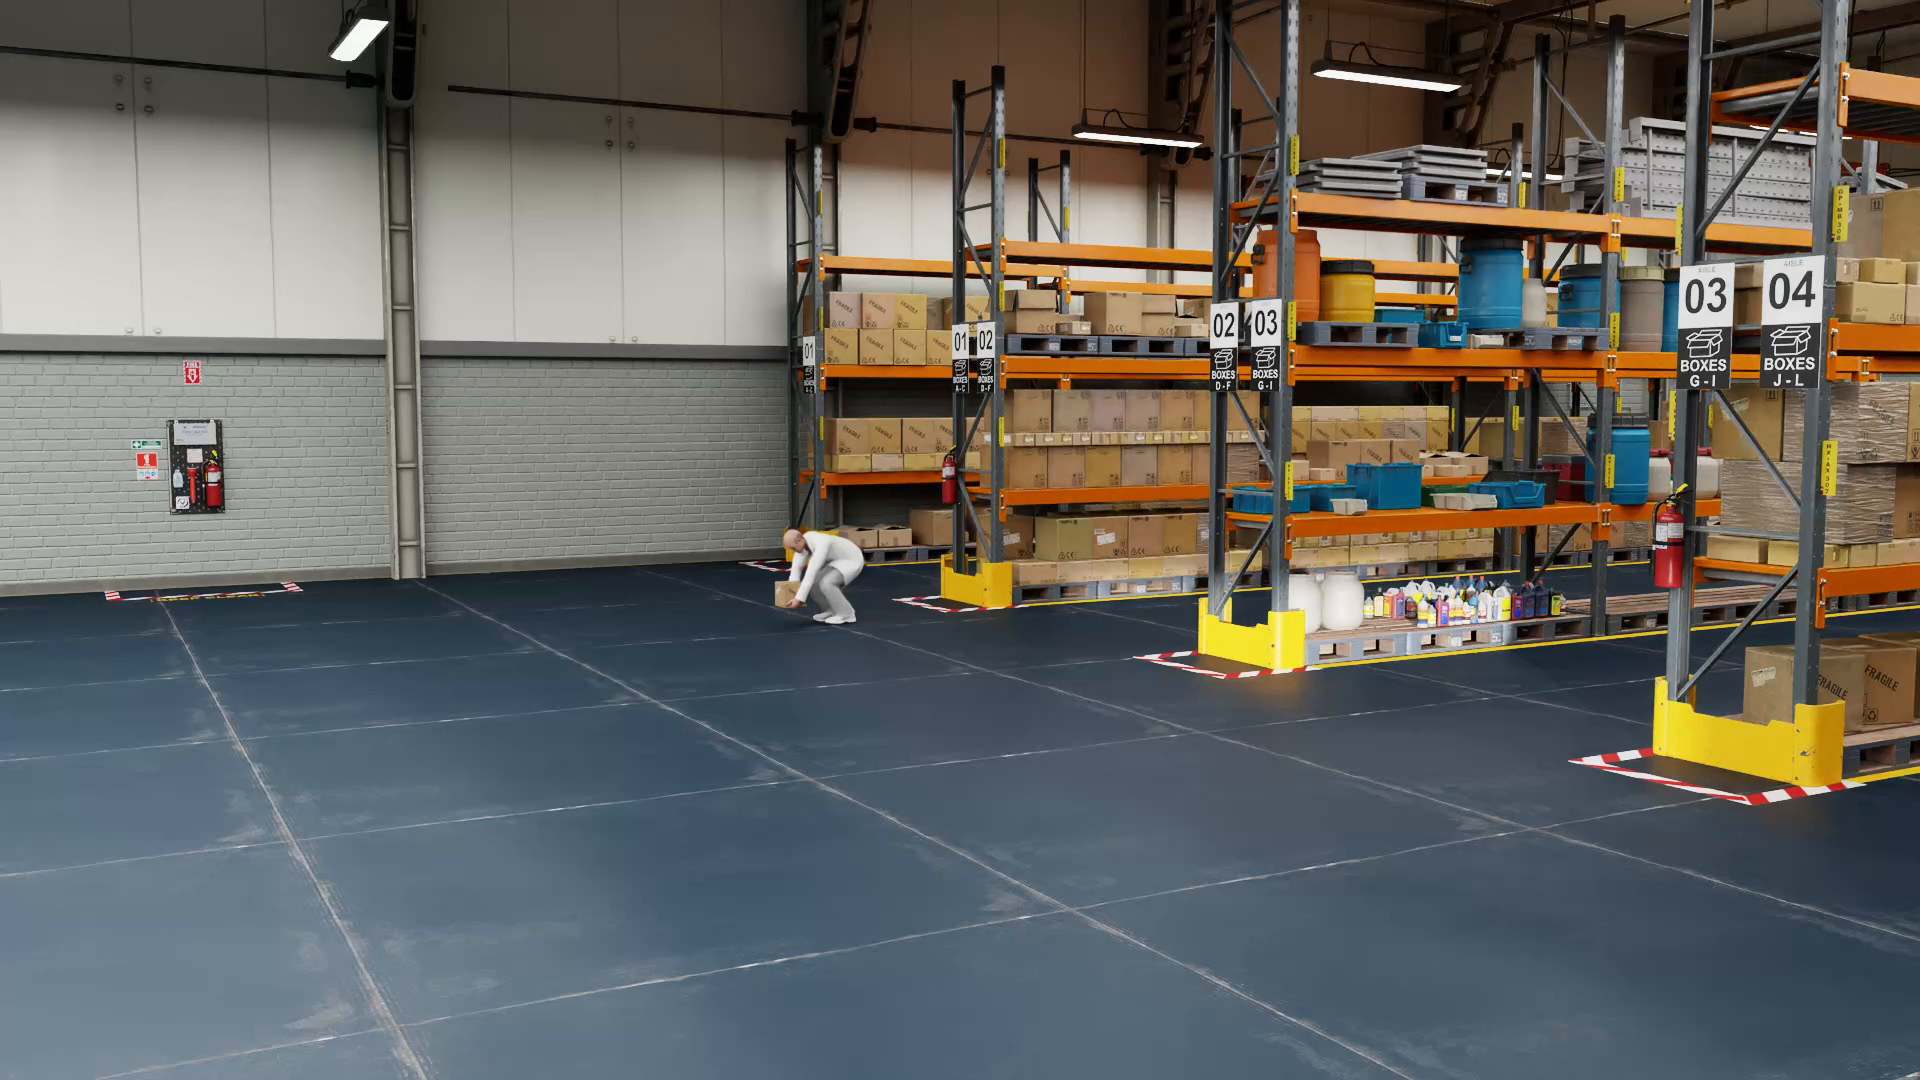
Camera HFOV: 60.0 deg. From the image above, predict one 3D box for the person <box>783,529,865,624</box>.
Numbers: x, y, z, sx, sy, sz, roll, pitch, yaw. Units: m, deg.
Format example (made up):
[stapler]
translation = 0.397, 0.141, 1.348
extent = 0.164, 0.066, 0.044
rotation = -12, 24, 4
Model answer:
[person]
translation = -1.443, 0.388, 17.386
extent = 0.938, 0.971, 0.591
rotation = -3, 6, -31
